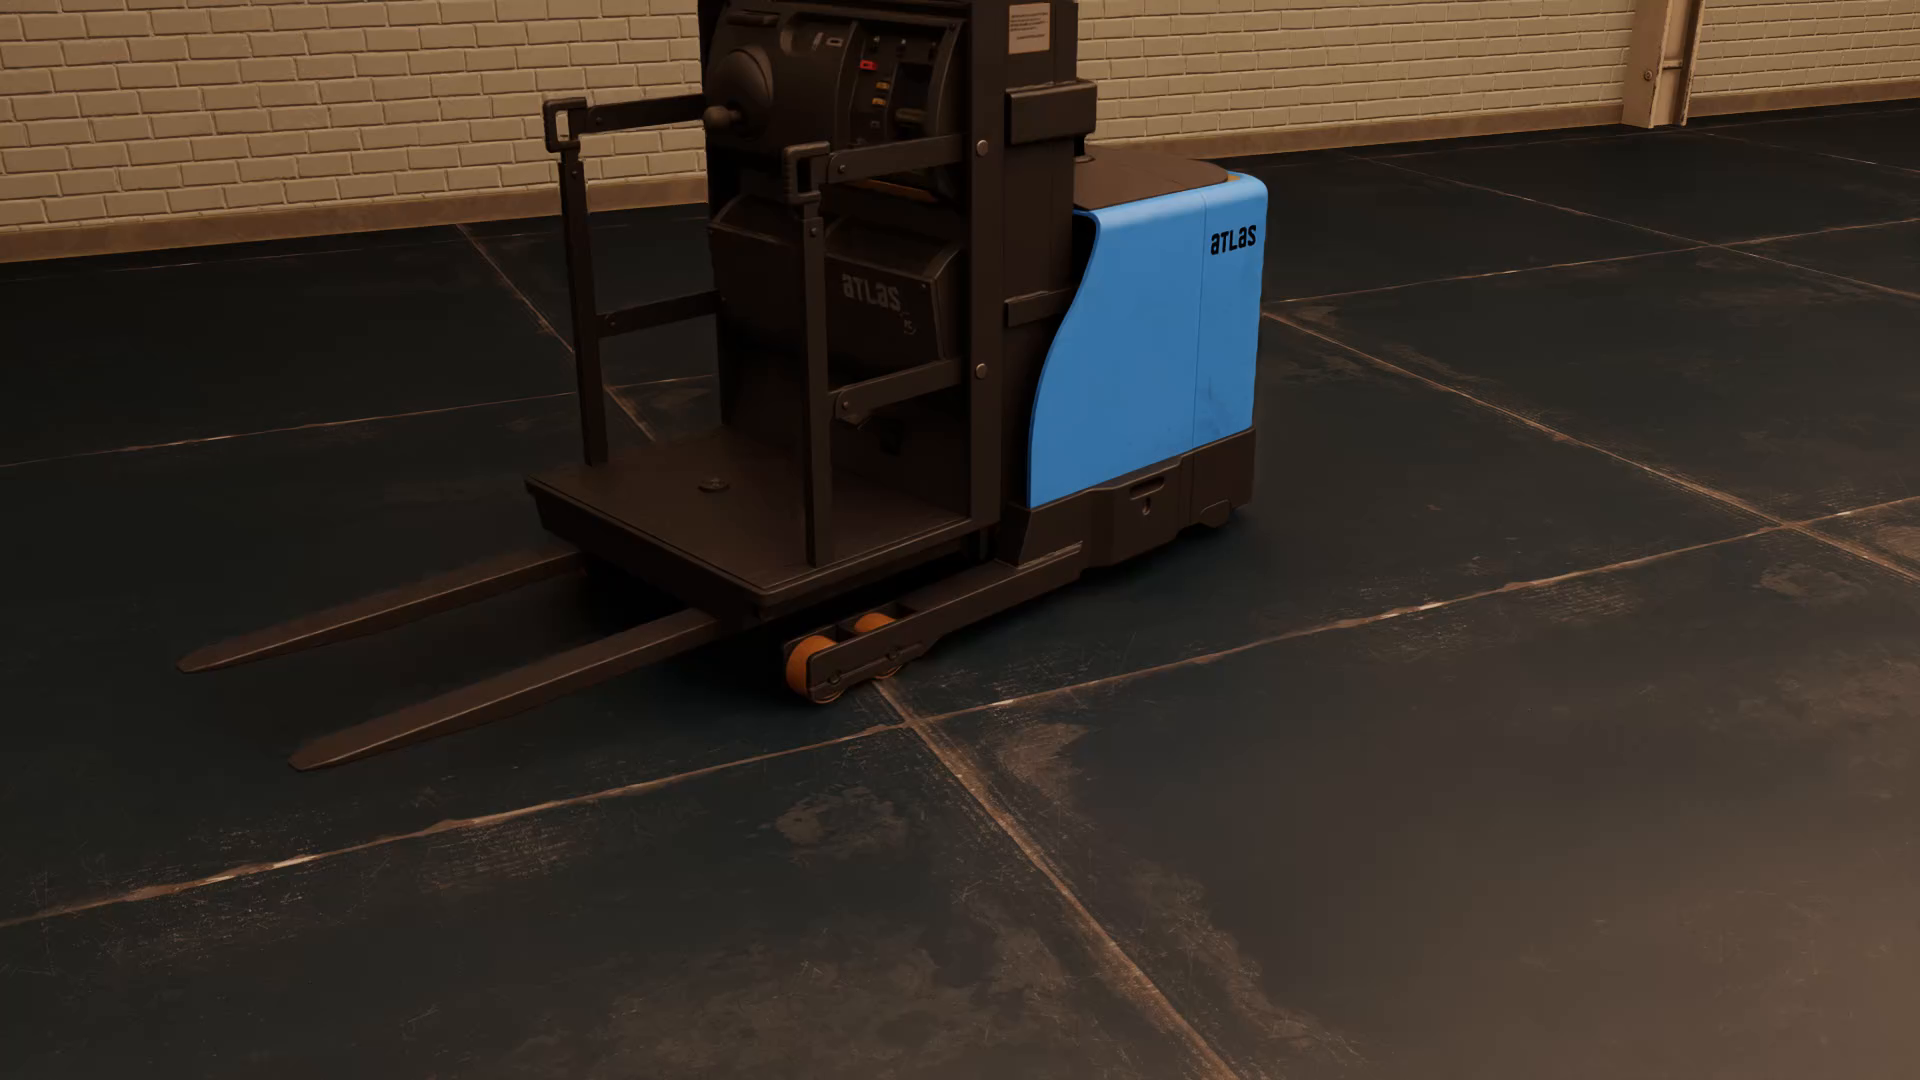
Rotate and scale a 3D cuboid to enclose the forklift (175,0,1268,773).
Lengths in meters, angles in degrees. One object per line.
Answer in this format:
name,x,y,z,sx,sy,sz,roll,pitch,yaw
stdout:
forklift,-0.491,-1.171,4.105,3.031,2.935,1.130,-20,30,-40
